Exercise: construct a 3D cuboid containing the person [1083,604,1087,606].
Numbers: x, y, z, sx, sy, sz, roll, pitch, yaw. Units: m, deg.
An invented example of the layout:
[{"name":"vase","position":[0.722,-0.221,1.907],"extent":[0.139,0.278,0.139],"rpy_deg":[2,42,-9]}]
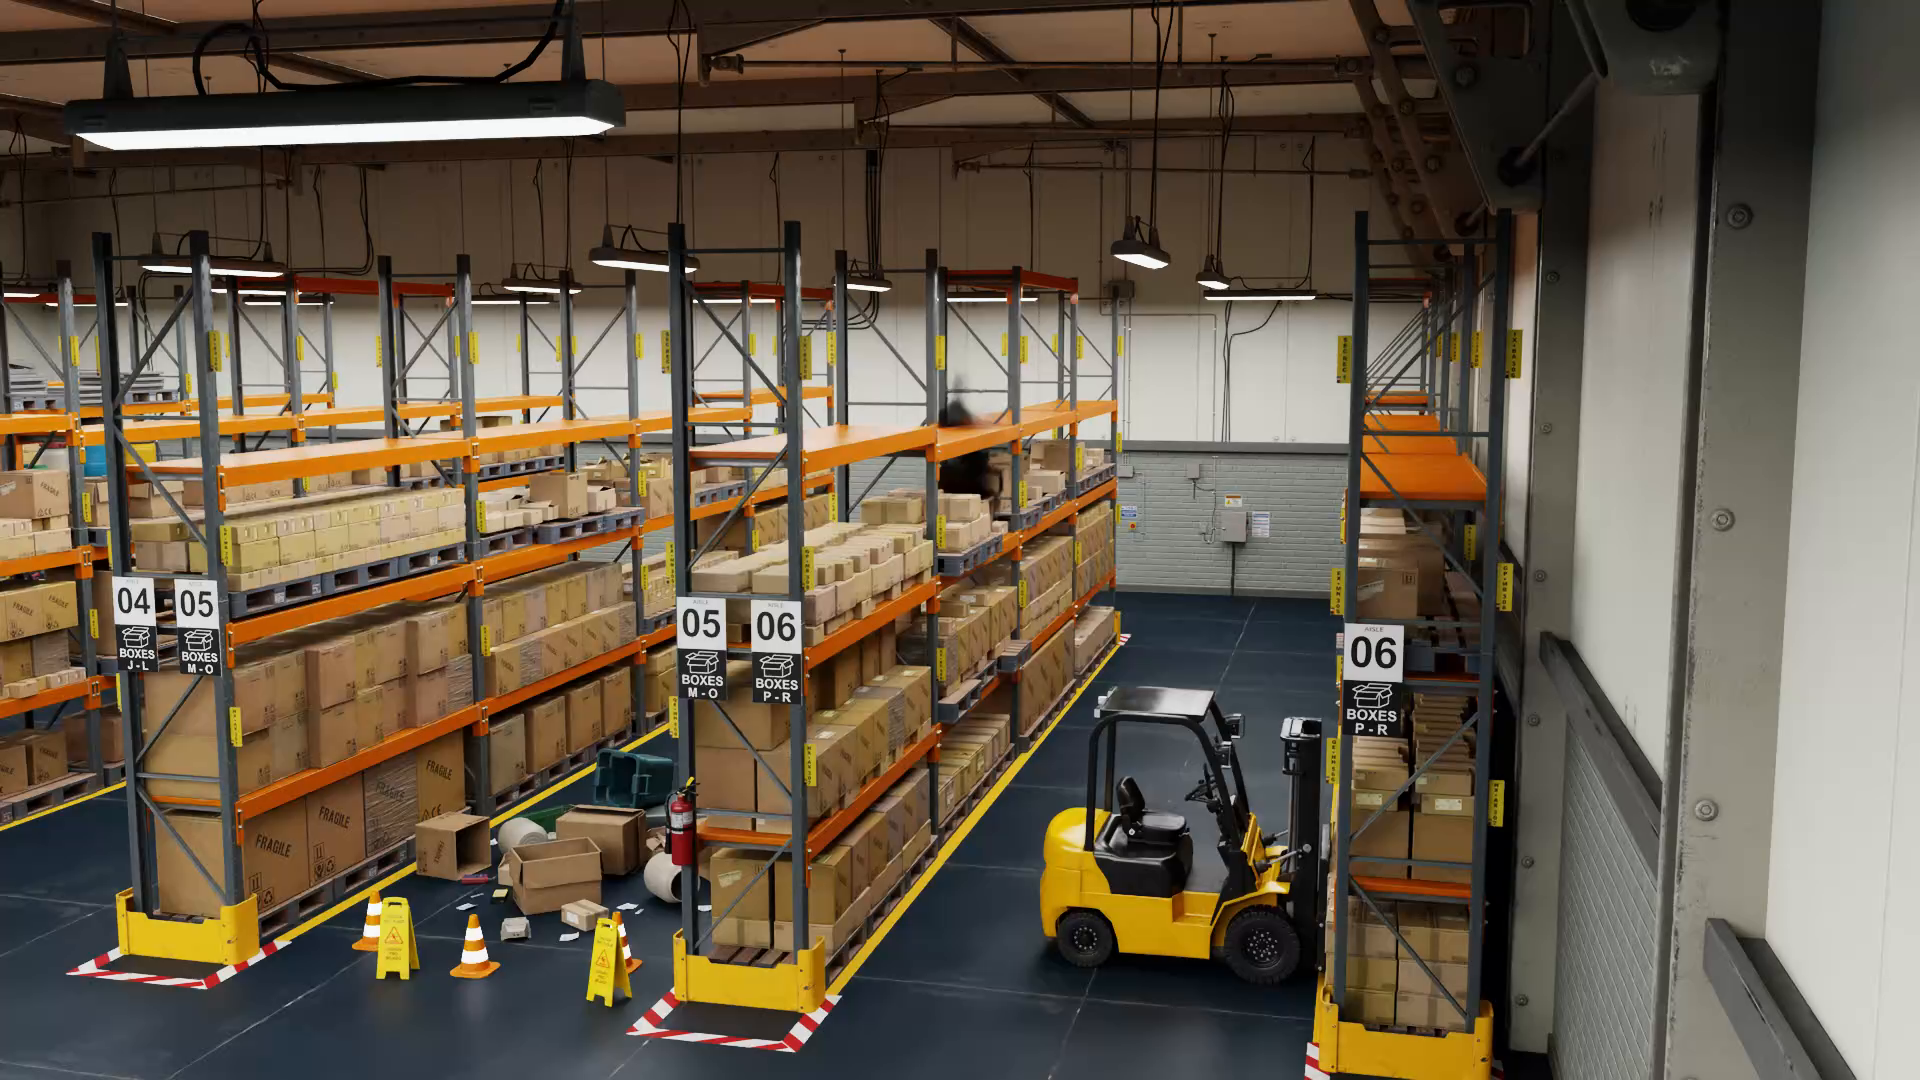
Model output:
[{"name":"person","position":[1.932,0.655,29.697],"extent":[0.867,1.814,0.686],"rpy_deg":[4,8,27]}]
